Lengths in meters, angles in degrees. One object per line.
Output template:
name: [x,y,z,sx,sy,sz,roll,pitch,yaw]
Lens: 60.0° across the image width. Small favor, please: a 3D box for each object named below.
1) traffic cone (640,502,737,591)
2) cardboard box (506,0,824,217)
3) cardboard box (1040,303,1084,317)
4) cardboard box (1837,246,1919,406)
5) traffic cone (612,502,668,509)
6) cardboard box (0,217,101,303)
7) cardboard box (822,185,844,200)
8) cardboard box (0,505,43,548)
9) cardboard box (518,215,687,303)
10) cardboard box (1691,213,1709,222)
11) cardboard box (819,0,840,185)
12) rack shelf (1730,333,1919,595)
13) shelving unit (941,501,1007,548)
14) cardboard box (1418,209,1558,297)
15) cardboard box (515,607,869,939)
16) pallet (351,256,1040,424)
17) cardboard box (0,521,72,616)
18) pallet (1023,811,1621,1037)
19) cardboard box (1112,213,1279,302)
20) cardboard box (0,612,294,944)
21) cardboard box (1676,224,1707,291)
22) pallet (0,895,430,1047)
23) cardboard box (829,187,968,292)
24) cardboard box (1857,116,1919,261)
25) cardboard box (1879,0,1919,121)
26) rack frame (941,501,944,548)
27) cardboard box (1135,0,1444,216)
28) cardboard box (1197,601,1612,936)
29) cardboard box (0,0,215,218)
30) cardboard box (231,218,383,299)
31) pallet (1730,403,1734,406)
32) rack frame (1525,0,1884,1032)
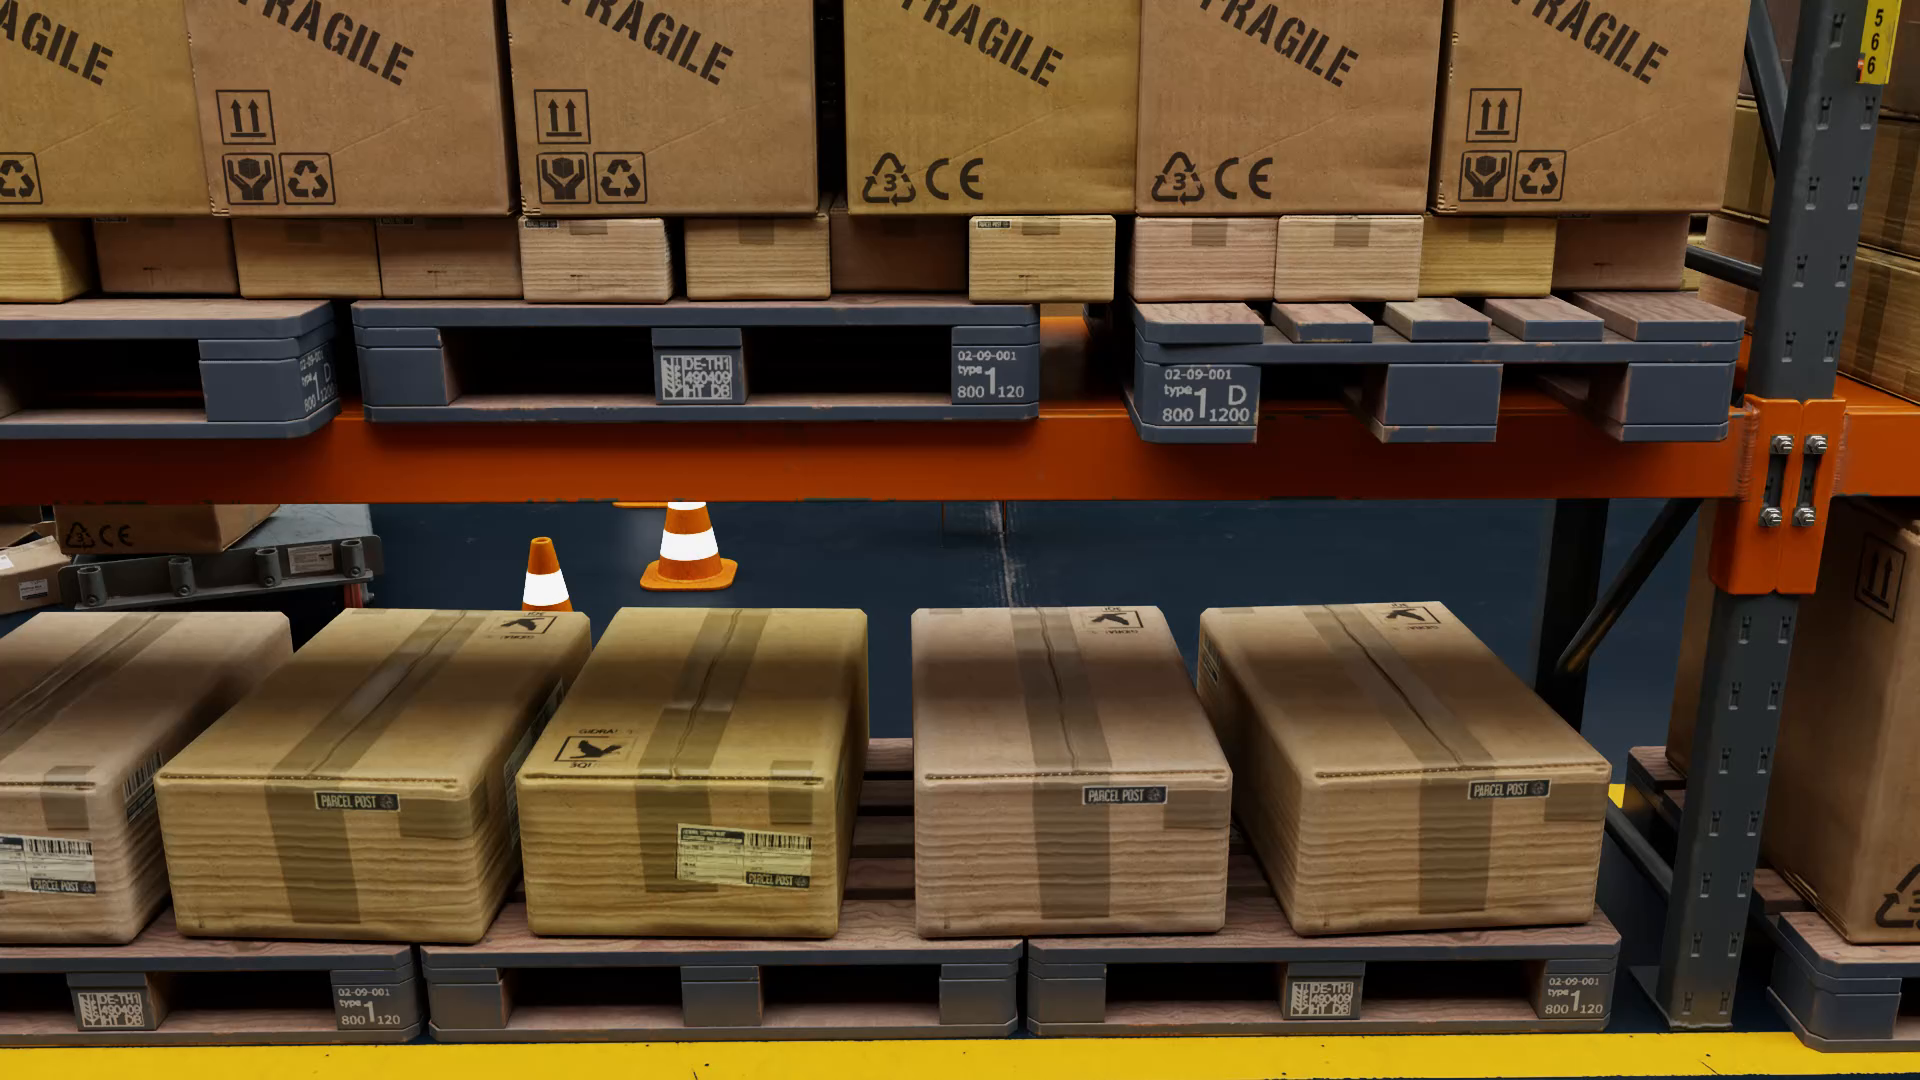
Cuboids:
traffic cone: [-0.997,-0.086,6.060,0.334,0.463,0.336,0,18,-1]
cardboard box: [-0.507,-0.865,2.994,0.500,0.500,0.500,-1,18,-3]
cardboard box: [0.721,-1.238,8.492,0.750,0.750,1.050,-1,18,-2]
cardboard box: [2.004,-0.427,3.215,0.500,0.250,0.500,-1,18,-2]
traffic cone: [-1.303,-0.403,7.045,0.334,0.463,0.336,0,18,-1]
cardboard box: [-1.682,-0.539,3.041,0.250,0.149,0.380,0,18,0]
cardboard box: [-0.172,-0.697,3.534,0.250,0.149,0.380,0,18,1]
cardboard box: [-3.837,-0.199,6.123,0.503,0.637,0.797,0,18,-1]
cardboard box: [-0.628,-0.538,3.039,0.250,0.149,0.380,0,18,1]
cardboard box: [4.055,-1.545,8.629,0.500,0.250,0.500,0,18,1]
cardboard box: [-0.495,-1.022,3.484,0.500,0.500,0.500,-1,18,-3]
rack shelf: [3.510,-0.240,3.564,4.000,0.370,1.077,0,18,-1]
shelving unit: [0.053,-0.500,6.388,0.252,1.050,0.215,0,18,-1]
cardboard box: [0.919,-0.557,3.097,0.250,0.149,0.380,0,18,0]
cardboard box: [-0.551,0.486,3.738,0.625,0.372,0.950,0,18,1]
pallet: [-0.468,-0.460,3.385,1.213,0.211,1.003,0,18,-1]
cardboard box: [-3.337,0.096,5.813,0.396,0.266,0.258,-15,23,-39]
pallet: [0.729,0.758,3.840,1.213,0.211,1.003,0,18,-1]
cardboard box: [0.416,-0.543,3.054,0.250,0.149,0.380,-1,18,-3]
cardboard box: [-1.965,0.494,3.712,0.625,0.372,0.950,0,18,0]
cardboard box: [3.548,-1.385,8.130,0.500,0.250,0.500,-1,18,-3]
pallet: [-1.711,0.770,3.803,1.213,0.211,1.003,0,18,-1]
cardboard box: [-0.112,-0.575,3.153,0.250,0.149,0.380,0,18,0]
cardboard box: [2.021,-0.667,3.143,0.500,0.250,0.500,0,18,-1]
cardboard box: [2.007,-1.025,3.031,0.500,0.500,0.500,-1,18,-3]
rack frame: [-0.068,-0.500,6.386,0.008,1.050,0.200,0,18,-1]
cardboard box: [0.544,-0.870,3.010,0.500,0.500,0.500,-1,18,-2]
cardboard box: [0.945,0.478,3.763,0.625,0.372,0.950,-1,18,-5]
cardboard box: [-1.515,-0.861,2.981,0.500,0.500,0.500,0,18,-1]
cardboard box: [-1.142,-0.552,3.082,0.250,0.149,0.380,0,18,0]
pallet: [3.329,-0.765,8.587,1.213,0.211,1.003,0,18,-1]
rack frame: [1.510,-0.573,3.424,0.127,3.000,1.000,0,18,-1]
